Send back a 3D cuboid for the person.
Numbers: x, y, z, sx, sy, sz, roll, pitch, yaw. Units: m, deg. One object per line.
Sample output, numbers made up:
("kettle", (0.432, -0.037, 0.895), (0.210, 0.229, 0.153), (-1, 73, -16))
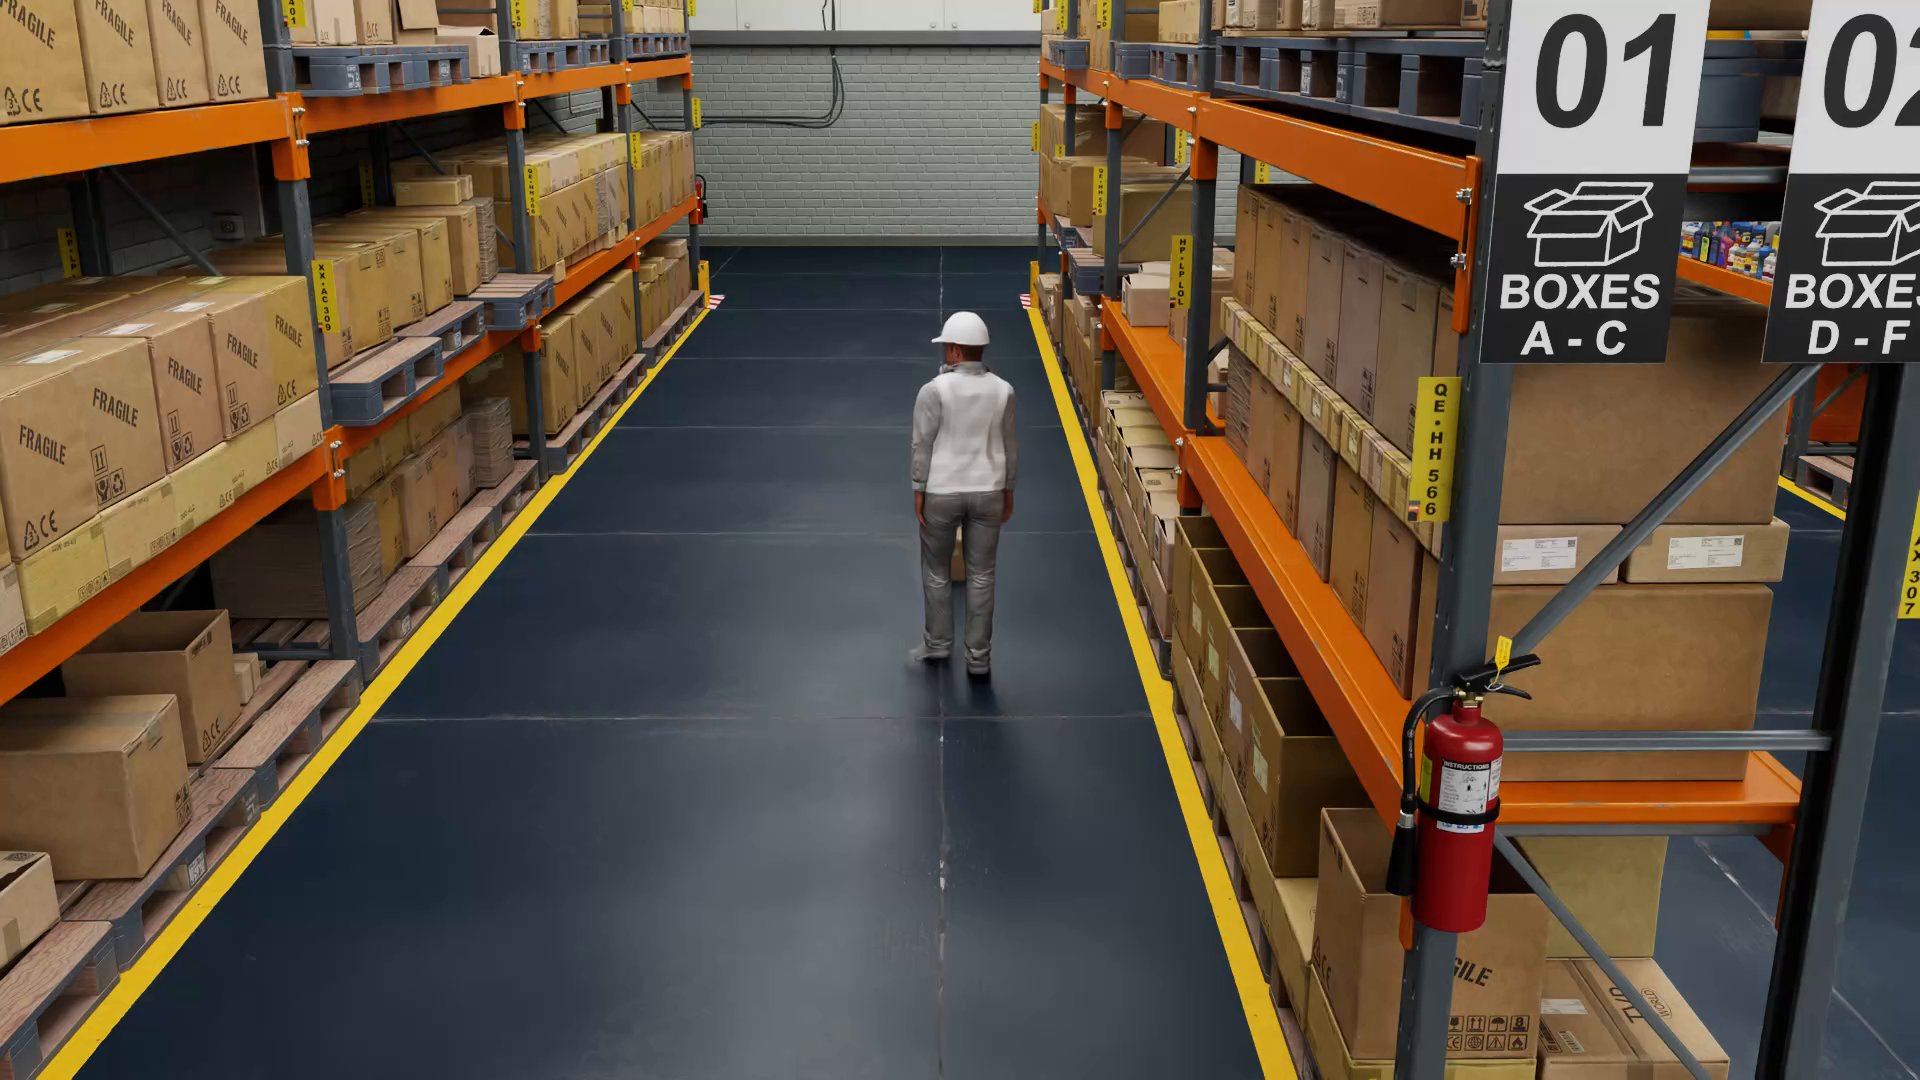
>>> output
("person", (0.034, -0.194, 8.194), (0.557, 1.824, 0.572), (-3, 17, -11))
